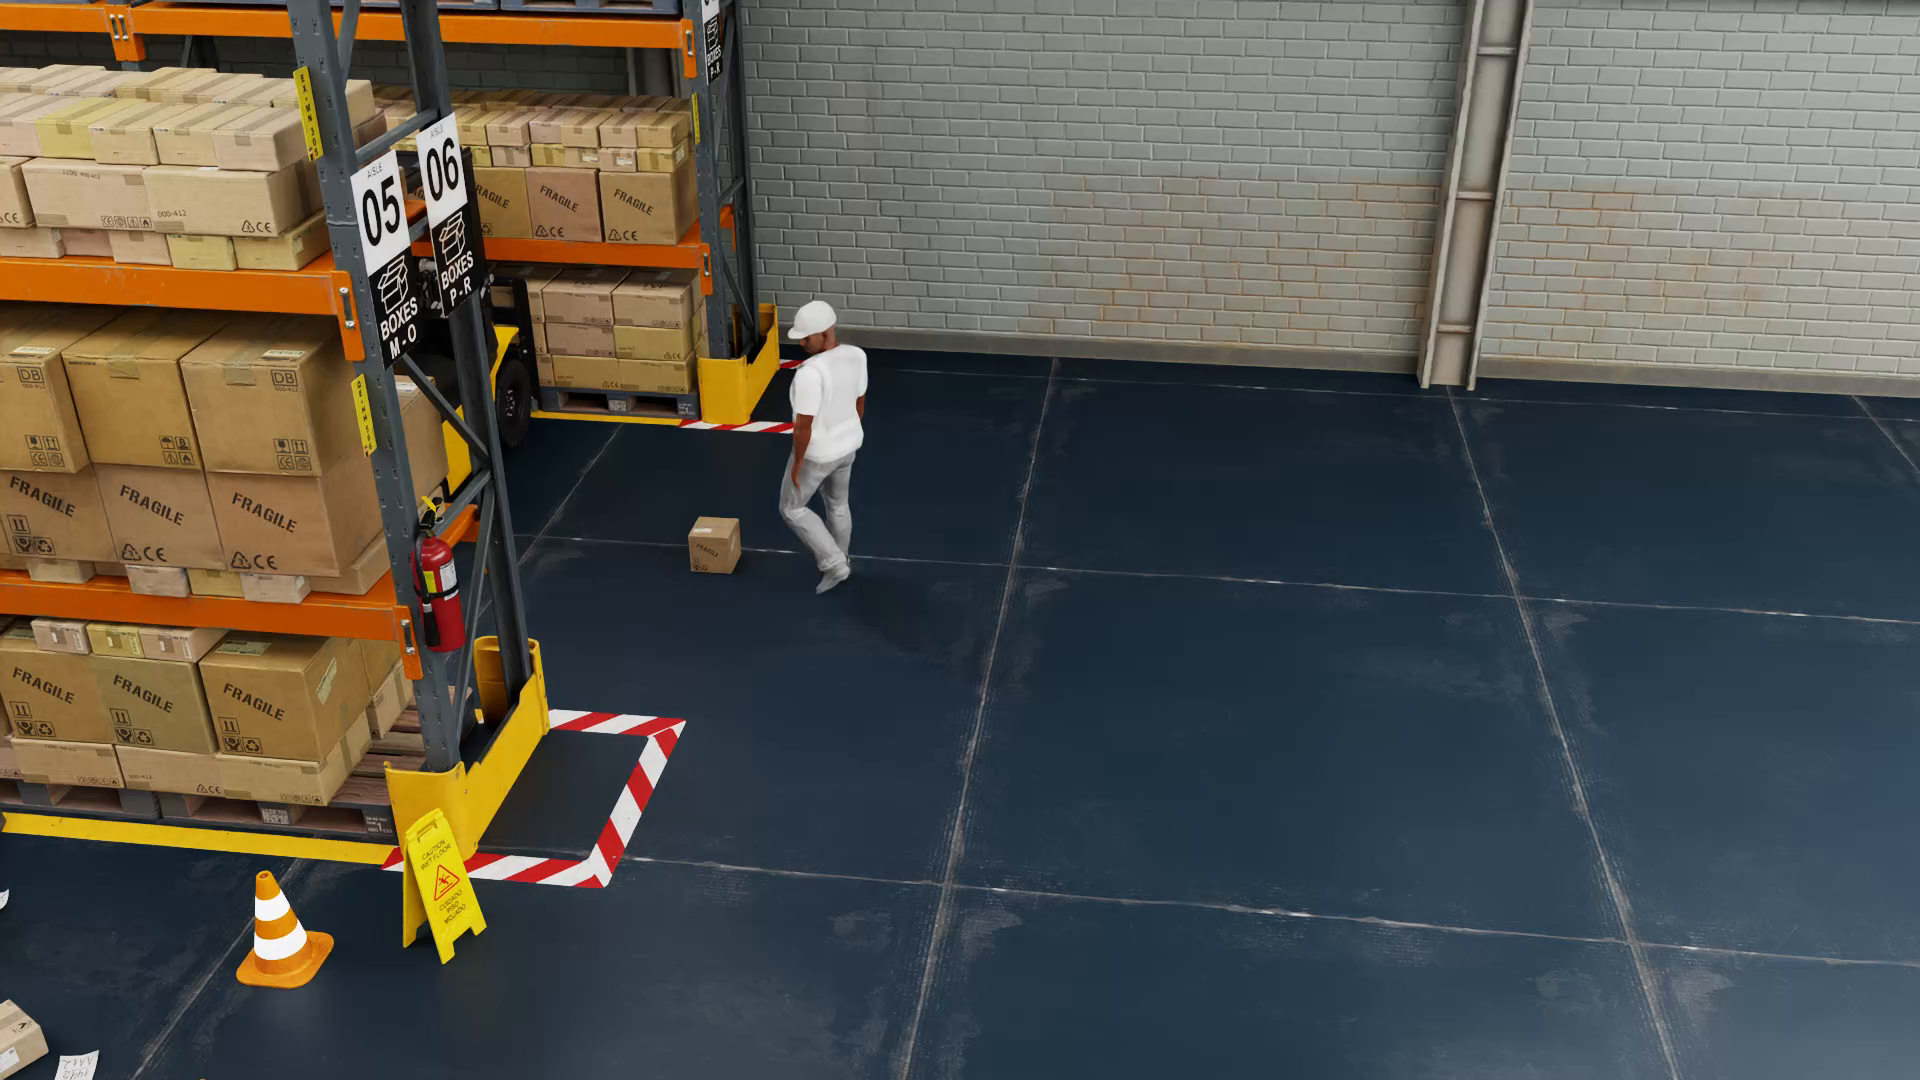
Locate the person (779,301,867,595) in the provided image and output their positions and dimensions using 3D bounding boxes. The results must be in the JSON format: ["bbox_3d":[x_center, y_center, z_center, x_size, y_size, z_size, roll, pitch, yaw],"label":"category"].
[{"bbox_3d":[-0.745,-0.525,9.531,0.543,1.764,0.631,23,36,37],"label":"person"}]
